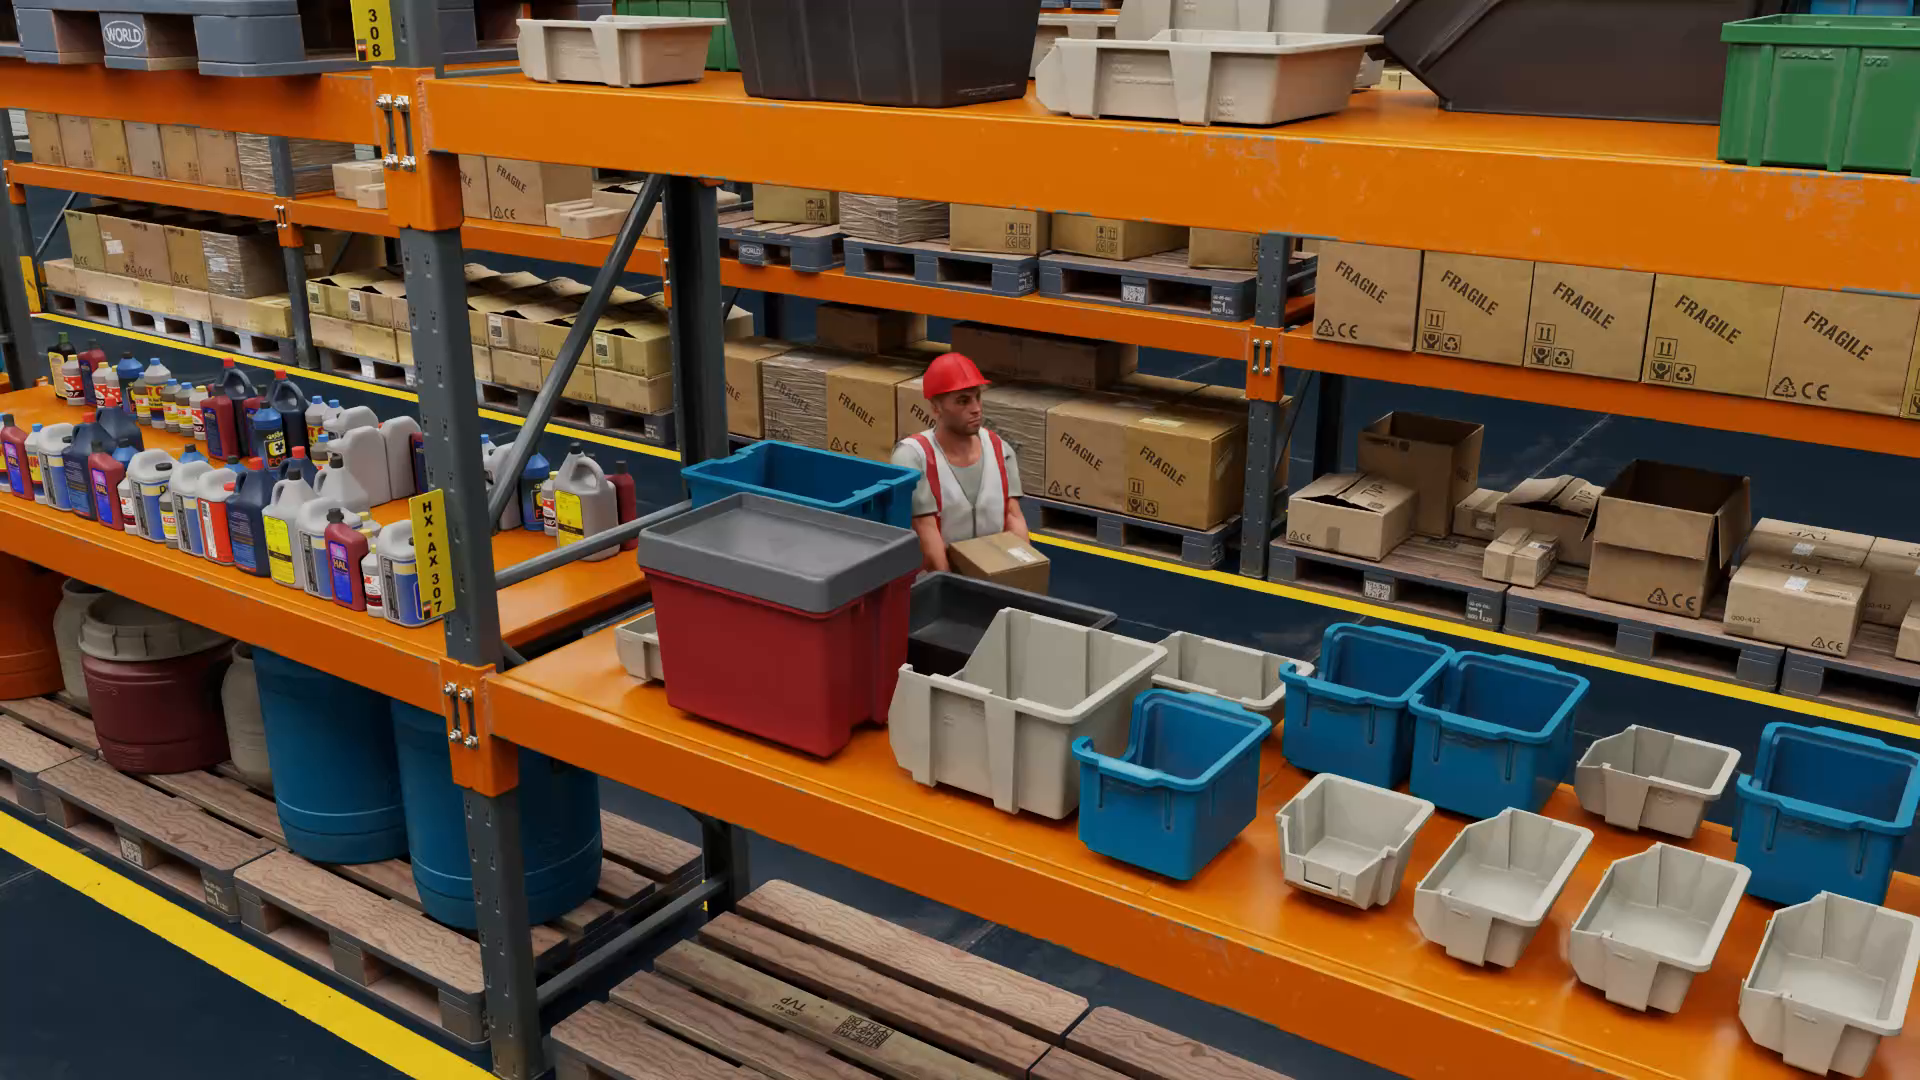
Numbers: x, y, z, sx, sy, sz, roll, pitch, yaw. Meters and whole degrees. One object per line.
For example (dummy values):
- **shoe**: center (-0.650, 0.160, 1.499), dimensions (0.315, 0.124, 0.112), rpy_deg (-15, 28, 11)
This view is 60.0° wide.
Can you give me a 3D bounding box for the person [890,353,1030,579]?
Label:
- **person**: center (0.046, 0.247, 5.844), dimensions (0.495, 1.786, 0.550), rpy_deg (-12, 23, -29)
